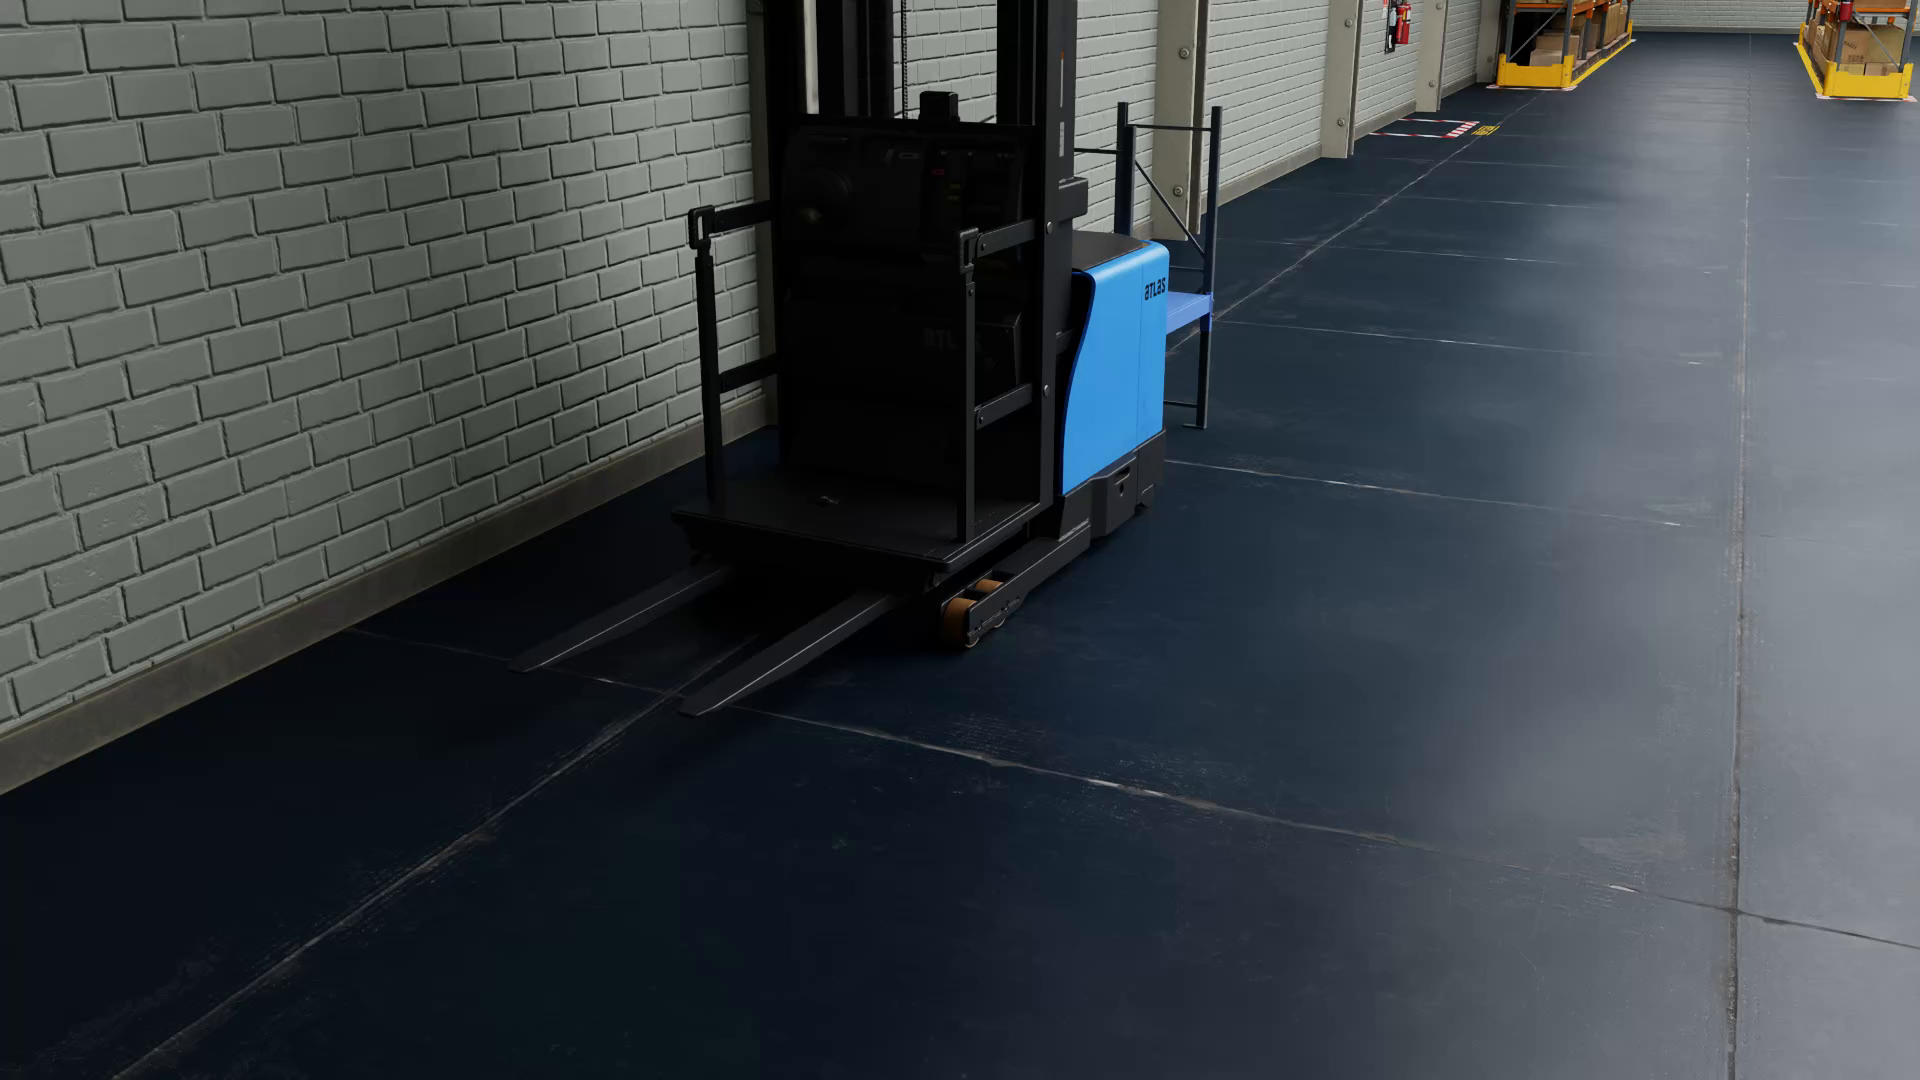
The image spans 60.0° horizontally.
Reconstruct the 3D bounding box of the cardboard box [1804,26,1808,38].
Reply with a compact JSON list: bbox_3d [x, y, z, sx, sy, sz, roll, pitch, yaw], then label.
[{"bbox_3d":[19.772,-11.713,38.374,0.500,0.250,0.500,9,21,23],"label":"cardboard box"}]

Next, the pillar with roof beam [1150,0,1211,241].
[{"bbox_3d":[5.644,-6.088,10.156,9.100,9.000,0.400,9,21,23],"label":"pillar with roof beam"}]

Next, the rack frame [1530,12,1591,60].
[{"bbox_3d":[11.228,-10.244,30.798,1.000,3.000,0.127,9,21,23],"label":"rack frame"}]

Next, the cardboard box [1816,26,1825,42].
[{"bbox_3d":[16.697,-9.674,31.833,0.500,0.311,0.500,8,21,21],"label":"cardboard box"}]

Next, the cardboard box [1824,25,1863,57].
[{"bbox_3d":[14.661,-8.264,27.587,0.500,0.500,0.500,9,21,23],"label":"cardboard box"}]

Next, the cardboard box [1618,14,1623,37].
[{"bbox_3d":[15.325,-12.234,39.497,0.700,0.500,0.500,9,22,24],"label":"cardboard box"}]

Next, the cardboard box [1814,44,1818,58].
[{"bbox_3d":[16.492,-9.258,31.500,0.500,0.250,0.500,8,21,21],"label":"cardboard box"}]

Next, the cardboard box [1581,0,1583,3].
[{"bbox_3d":[10.279,-9.227,28.130,0.500,0.250,0.500,8,21,21],"label":"cardboard box"}]

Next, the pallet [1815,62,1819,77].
[{"bbox_3d":[16.015,-8.483,30.005,1.003,0.211,1.213,9,21,23],"label":"pallet"}]

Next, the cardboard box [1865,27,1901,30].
[{"bbox_3d":[14.930,-8.040,26.957,0.500,0.500,0.500,9,21,23],"label":"cardboard box"}]

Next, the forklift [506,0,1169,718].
[{"bbox_3d":[-0.295,-1.196,5.458,1.130,2.935,3.031,10,22,26],"label":"forklift"}]

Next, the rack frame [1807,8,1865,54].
[{"bbox_3d":[19.025,-12.011,35.766,1.000,3.000,0.127,9,21,23],"label":"rack frame"}]

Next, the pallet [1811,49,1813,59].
[{"bbox_3d":[18.228,-10.069,34.467,1.003,0.211,1.213,9,21,23],"label":"pallet"}]

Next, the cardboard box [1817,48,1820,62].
[{"bbox_3d":[15.863,-8.789,30.183,0.500,0.250,0.500,8,21,22],"label":"cardboard box"}]

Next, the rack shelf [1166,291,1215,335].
[{"bbox_3d":[0.716,-0.960,7.466,0.538,0.185,1.000,10,22,26],"label":"rack shelf"}]

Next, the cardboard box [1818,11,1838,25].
[{"bbox_3d":[17.575,-10.507,33.492,0.500,0.250,0.500,9,22,25],"label":"cardboard box"}]

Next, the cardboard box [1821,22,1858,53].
[{"bbox_3d":[15.274,-8.723,28.877,0.500,0.500,0.500,9,21,23],"label":"cardboard box"}]

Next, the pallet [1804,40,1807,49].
[{"bbox_3d":[19.805,-11.281,37.876,1.003,0.211,1.213,9,21,23],"label":"pallet"}]

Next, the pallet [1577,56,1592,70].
[{"bbox_3d":[11.546,-9.169,31.935,1.003,0.211,1.213,9,21,23],"label":"pallet"}]

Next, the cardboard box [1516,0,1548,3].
[{"bbox_3d":[9.605,-9.130,27.858,0.500,0.250,0.500,9,21,23],"label":"cardboard box"}]

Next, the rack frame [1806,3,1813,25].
[{"bbox_3d":[20.663,-13.234,39.205,1.000,3.000,0.127,9,21,23],"label":"rack frame"}]

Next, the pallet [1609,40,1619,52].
[{"bbox_3d":[14.257,-11.130,37.449,1.003,0.211,1.213,9,21,23],"label":"pallet"}]

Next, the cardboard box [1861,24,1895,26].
[{"bbox_3d":[15.543,-8.498,28.246,0.500,0.500,0.500,9,21,23],"label":"cardboard box"}]

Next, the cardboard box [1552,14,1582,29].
[{"bbox_3d":[11.692,-9.990,32.036,0.500,0.250,0.500,8,21,22],"label":"cardboard box"}]

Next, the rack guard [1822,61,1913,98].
[{"bbox_3d":[14.101,-7.158,25.850,1.175,0.500,0.348,9,21,23],"label":"rack guard"}]

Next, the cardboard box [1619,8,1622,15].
[{"bbox_3d":[15.211,-12.310,38.741,0.380,0.149,0.250,9,22,25],"label":"cardboard box"}]

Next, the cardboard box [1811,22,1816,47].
[{"bbox_3d":[17.977,-10.456,34.466,0.500,0.500,0.500,8,21,21],"label":"cardboard box"}]

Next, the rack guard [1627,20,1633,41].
[{"bbox_3d":[16.152,-12.742,41.552,1.175,0.500,0.348,9,21,23],"label":"rack guard"}]

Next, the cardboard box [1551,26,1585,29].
[{"bbox_3d":[11.926,-9.816,32.669,0.700,0.500,0.500,9,21,23],"label":"cardboard box"}]

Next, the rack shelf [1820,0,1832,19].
[{"bbox_3d":[16.568,-9.838,30.729,1.077,0.370,4.000,9,21,23],"label":"rack shelf"}]

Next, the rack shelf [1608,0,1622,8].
[{"bbox_3d":[13.685,-11.740,36.076,1.077,0.370,4.000,9,21,23],"label":"rack shelf"}]

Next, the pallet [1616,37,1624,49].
[{"bbox_3d":[14.887,-11.598,38.765,1.003,0.211,1.213,9,21,23],"label":"pallet"}]

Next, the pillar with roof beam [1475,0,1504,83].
[{"bbox_3d":[13.015,-11.590,25.629,9.100,9.000,0.400,9,21,23],"label":"pillar with roof beam"}]

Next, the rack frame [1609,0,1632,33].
[{"bbox_3d":[16.142,-13.913,41.113,1.000,3.000,0.127,9,21,23],"label":"rack frame"}]

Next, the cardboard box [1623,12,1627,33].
[{"bbox_3d":[15.947,-12.705,40.821,0.700,0.500,0.500,9,21,23],"label":"cardboard box"}]

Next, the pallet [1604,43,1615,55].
[{"bbox_3d":[13.759,-10.756,36.397,1.003,0.211,1.213,9,21,23],"label":"pallet"}]

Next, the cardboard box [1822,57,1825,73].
[{"bbox_3d":[14.664,-7.910,27.711,0.500,0.250,0.500,9,21,23],"label":"cardboard box"}]

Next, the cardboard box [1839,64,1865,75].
[{"bbox_3d":[14.061,-7.450,26.417,0.500,0.250,0.500,9,21,23],"label":"cardboard box"}]

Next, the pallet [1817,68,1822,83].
[{"bbox_3d":[15.385,-8.015,28.690,1.003,0.211,1.213,9,21,23],"label":"pallet"}]

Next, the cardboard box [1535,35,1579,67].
[{"bbox_3d":[10.535,-8.642,29.366,0.700,0.500,0.500,7,21,19],"label":"cardboard box"}]

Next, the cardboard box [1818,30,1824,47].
[{"bbox_3d":[16.067,-9.208,30.523,0.500,0.311,0.500,8,21,23],"label":"cardboard box"}]

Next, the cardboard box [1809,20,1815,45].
[{"bbox_3d":[18.605,-10.926,35.790,0.500,0.500,0.500,8,21,20],"label":"cardboard box"}]

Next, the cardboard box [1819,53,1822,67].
[{"bbox_3d":[15.283,-8.368,28.999,0.500,0.250,0.500,9,21,23],"label":"cardboard box"}]

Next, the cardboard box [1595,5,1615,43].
[{"bbox_3d":[13.652,-11.126,35.858,0.750,0.750,0.750,8,21,22],"label":"cardboard box"}]

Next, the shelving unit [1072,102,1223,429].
[{"bbox_3d":[0.716,-1.129,7.406,0.538,1.500,1.048,10,22,26],"label":"shelving unit"}]
